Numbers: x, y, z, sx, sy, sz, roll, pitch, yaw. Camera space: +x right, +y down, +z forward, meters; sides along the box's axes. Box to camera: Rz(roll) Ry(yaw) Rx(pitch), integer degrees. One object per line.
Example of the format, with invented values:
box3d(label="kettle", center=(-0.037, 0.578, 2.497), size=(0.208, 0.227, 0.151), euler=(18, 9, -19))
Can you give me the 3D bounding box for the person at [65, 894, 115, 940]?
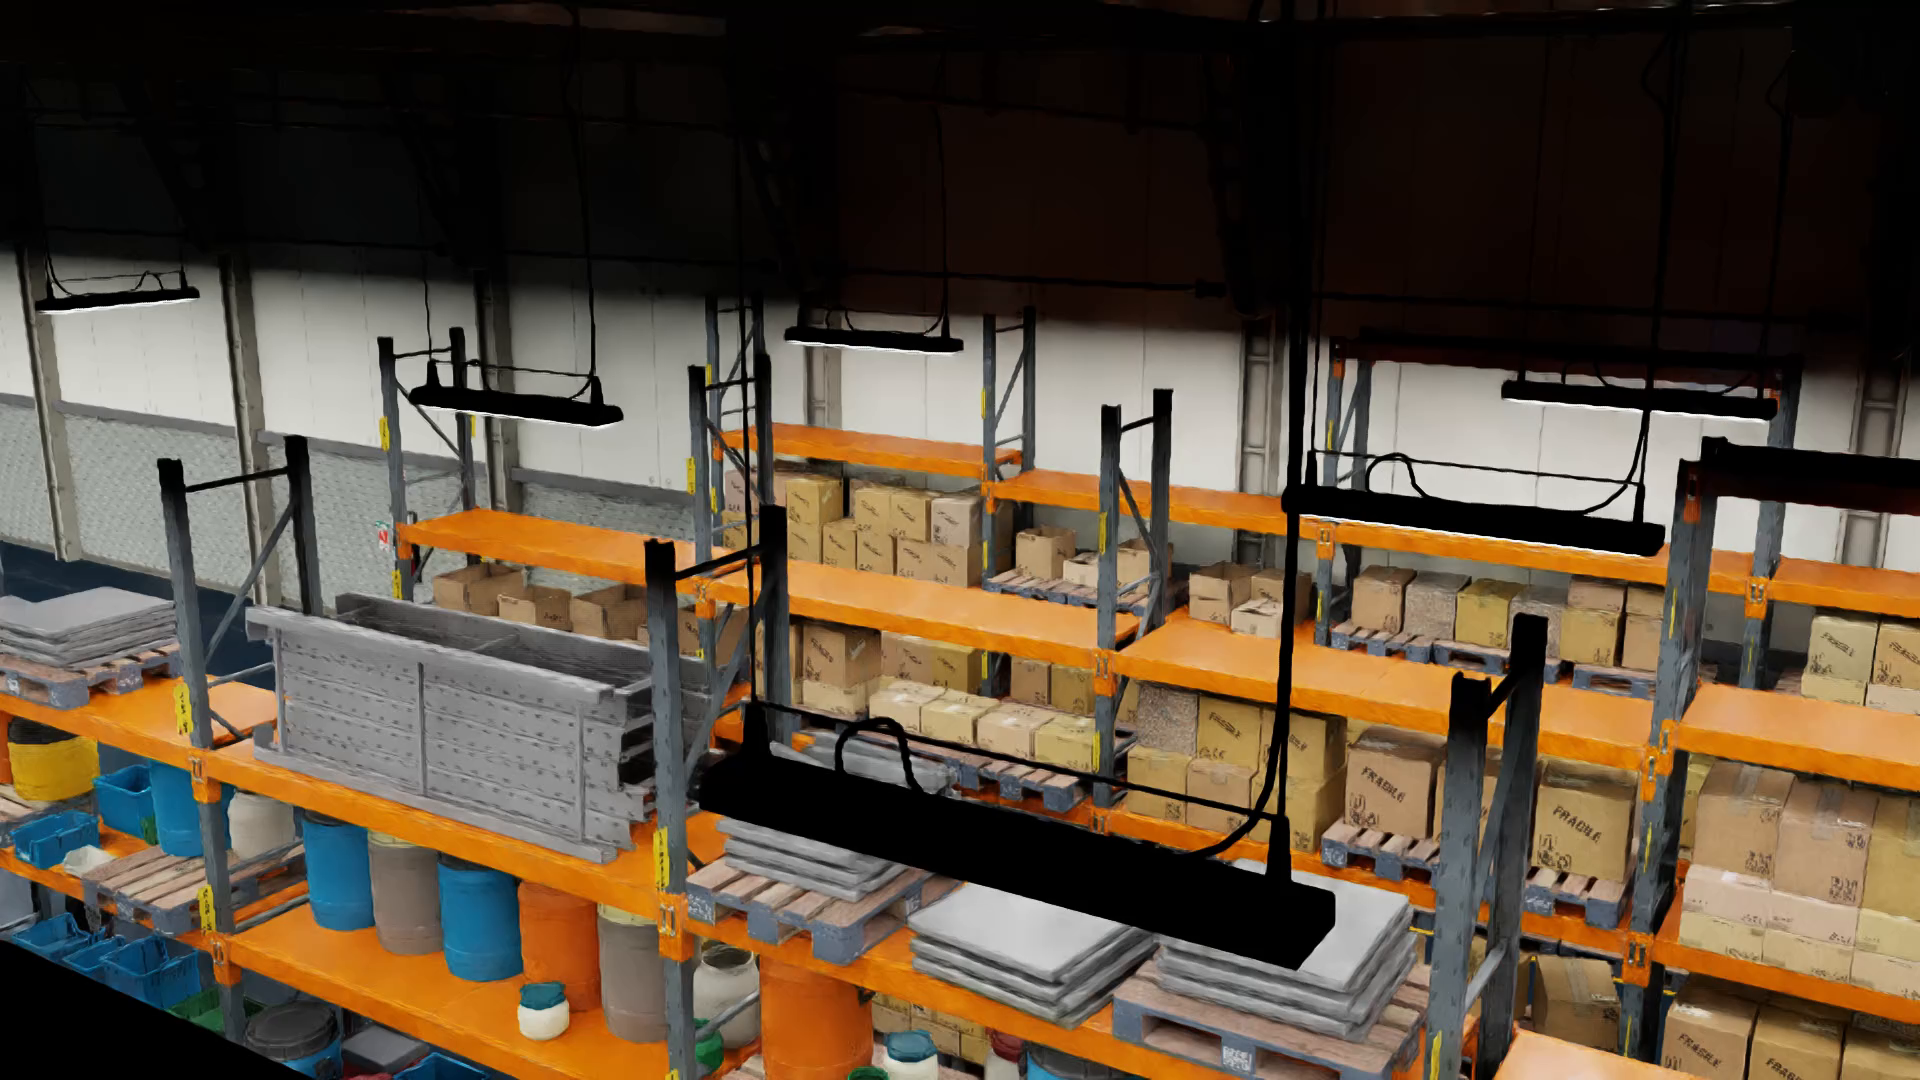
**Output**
box3d(label="person", center=(-7.934, 3.521, 15.446), size=(0.518, 1.713, 0.722), euler=(-2, 14, -9))
